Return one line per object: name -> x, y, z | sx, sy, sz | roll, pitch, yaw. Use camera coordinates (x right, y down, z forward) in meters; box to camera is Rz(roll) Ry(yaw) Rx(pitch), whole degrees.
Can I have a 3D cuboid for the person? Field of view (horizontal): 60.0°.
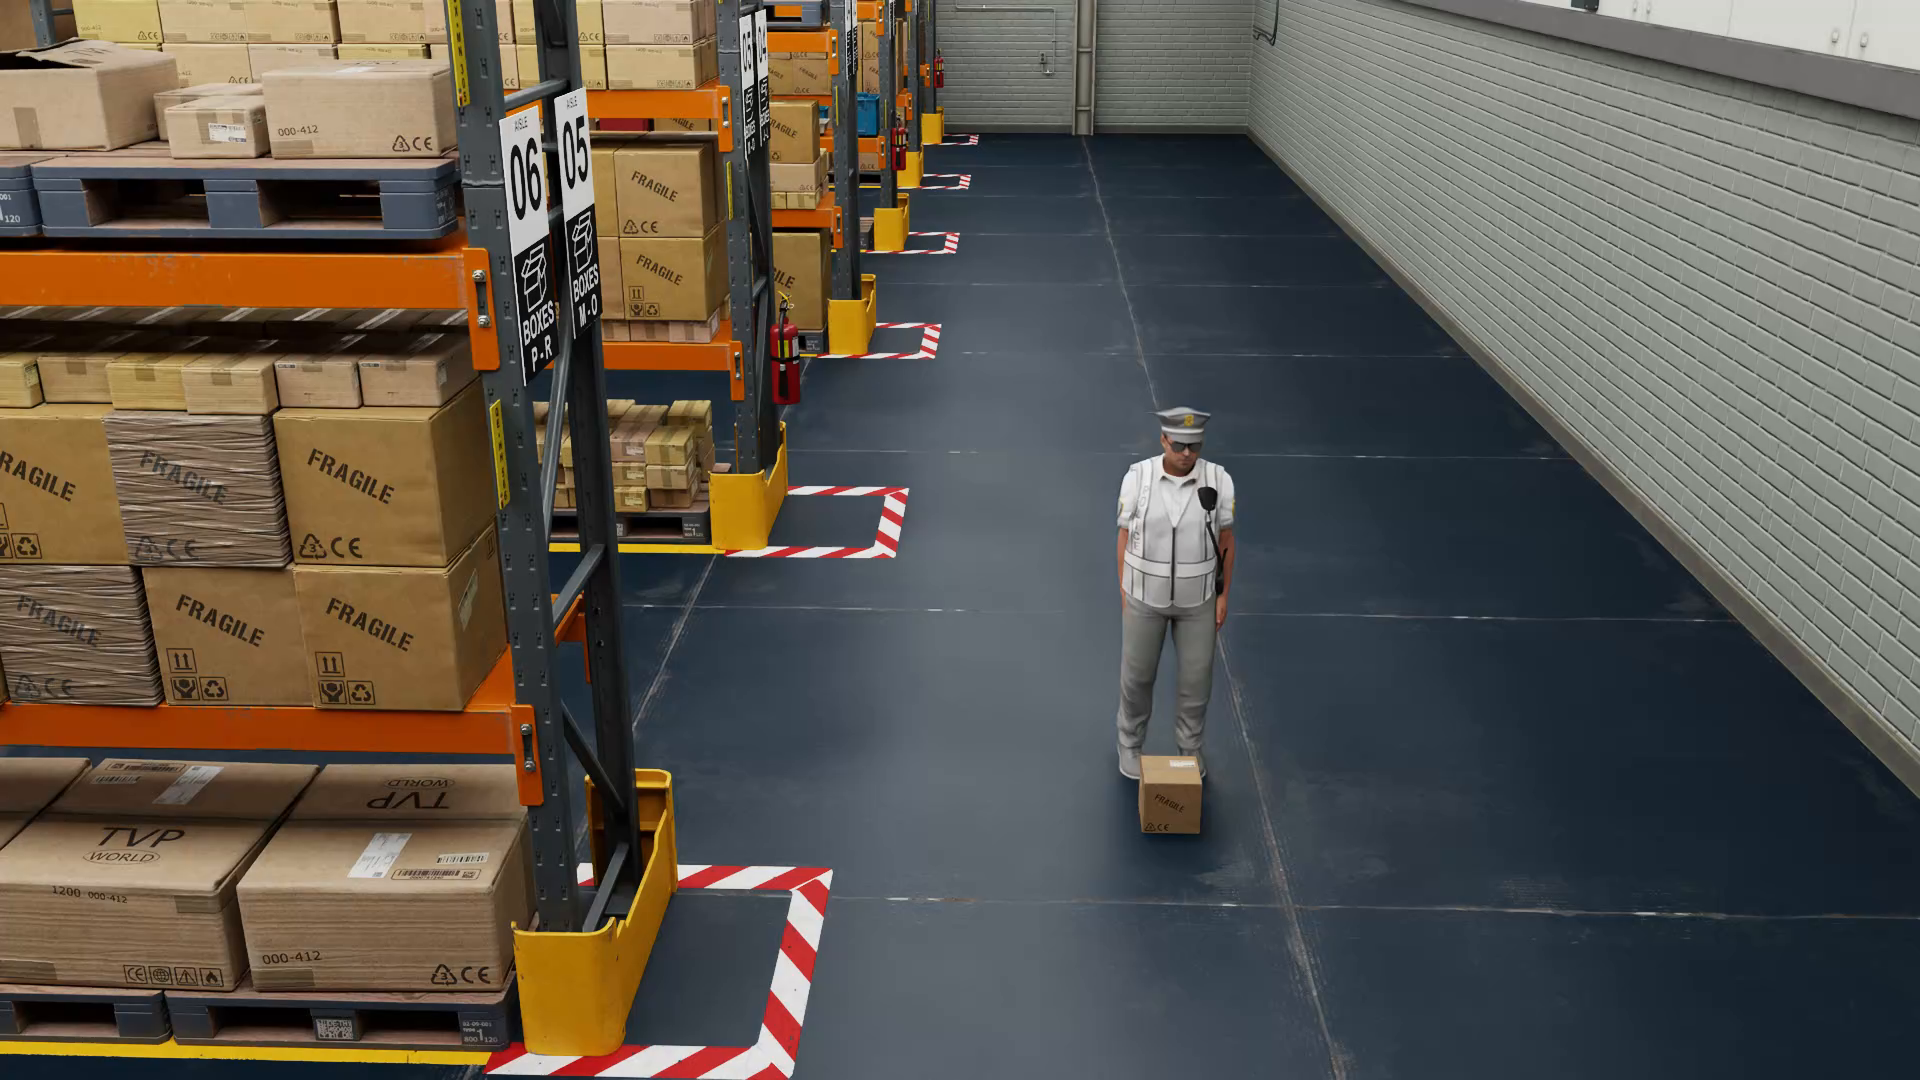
person -> 0.967, 0.249, 7.510 | 0.528, 1.756, 0.393 | 1, 21, 3
